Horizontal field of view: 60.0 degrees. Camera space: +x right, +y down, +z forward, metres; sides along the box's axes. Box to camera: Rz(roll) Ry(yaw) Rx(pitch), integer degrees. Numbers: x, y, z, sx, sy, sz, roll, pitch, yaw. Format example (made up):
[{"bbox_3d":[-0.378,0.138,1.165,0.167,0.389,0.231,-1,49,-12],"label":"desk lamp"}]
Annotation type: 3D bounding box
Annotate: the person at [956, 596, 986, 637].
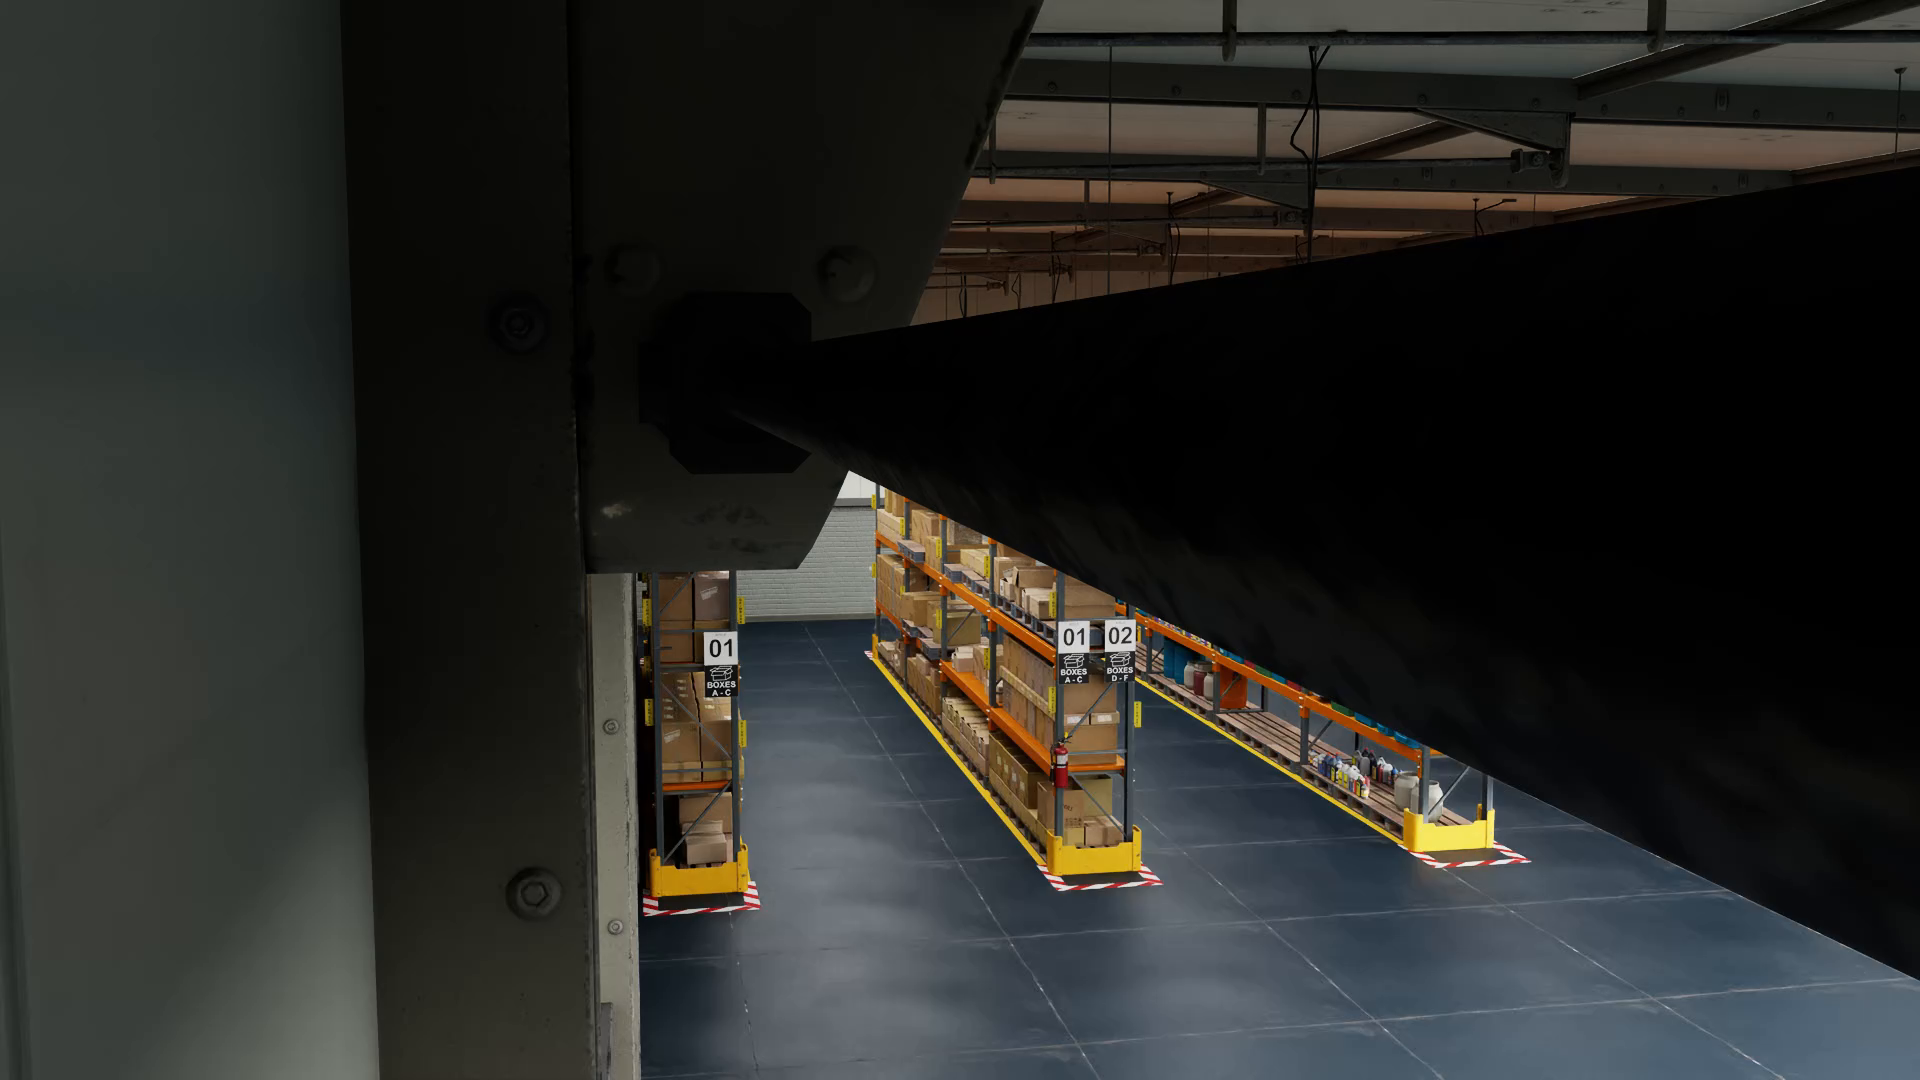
[{"bbox_3d":[0.333,1.656,37.161,0.689,1.779,0.660,6,8,43],"label":"person"}]
